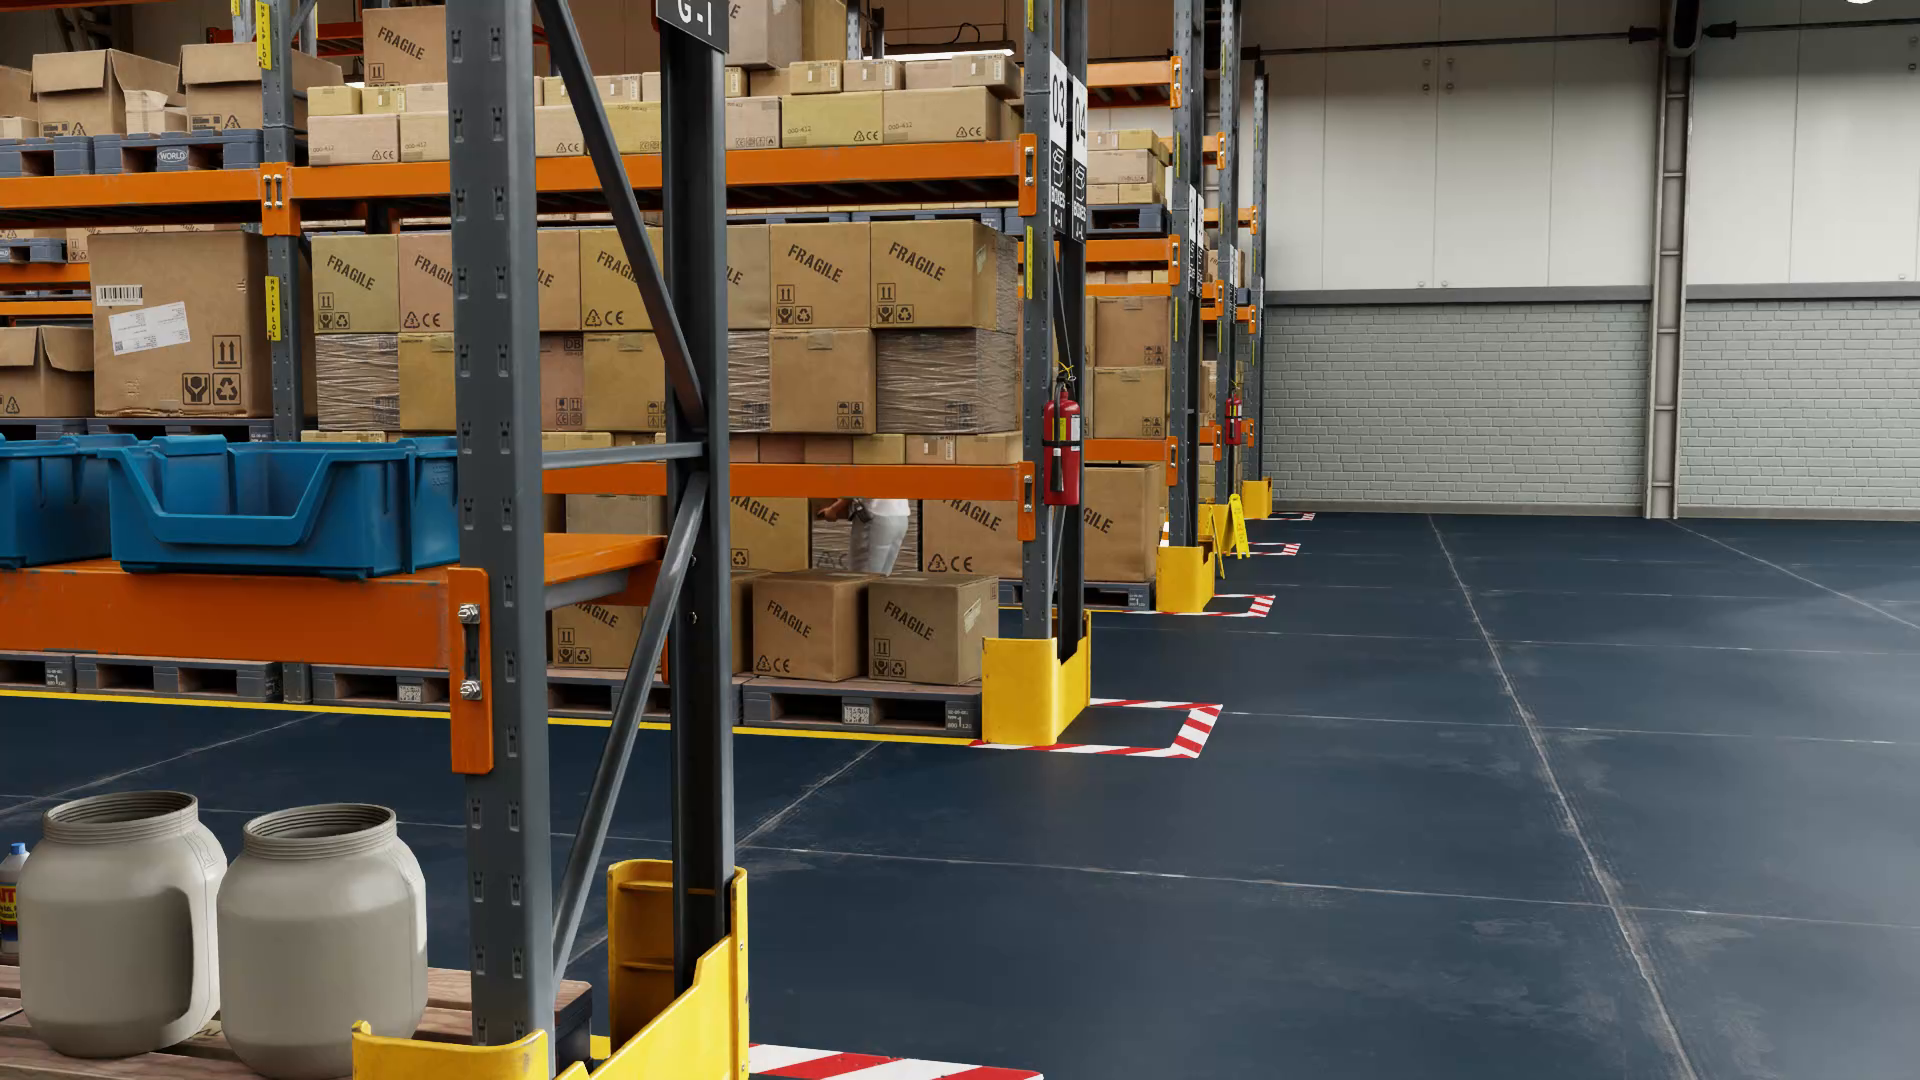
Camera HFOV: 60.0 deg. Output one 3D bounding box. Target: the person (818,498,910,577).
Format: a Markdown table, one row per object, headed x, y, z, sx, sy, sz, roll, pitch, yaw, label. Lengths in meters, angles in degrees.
| x | y | z | sx | sy | sz | roll | pitch | yaw | label |
| --- | --- | --- | --- | --- | --- | --- | --- | --- | --- |
| -0.595 | -0.094 | 10.415 | 0.541 | 1.653 | 0.452 | 1 | 5 | 14 | person |
